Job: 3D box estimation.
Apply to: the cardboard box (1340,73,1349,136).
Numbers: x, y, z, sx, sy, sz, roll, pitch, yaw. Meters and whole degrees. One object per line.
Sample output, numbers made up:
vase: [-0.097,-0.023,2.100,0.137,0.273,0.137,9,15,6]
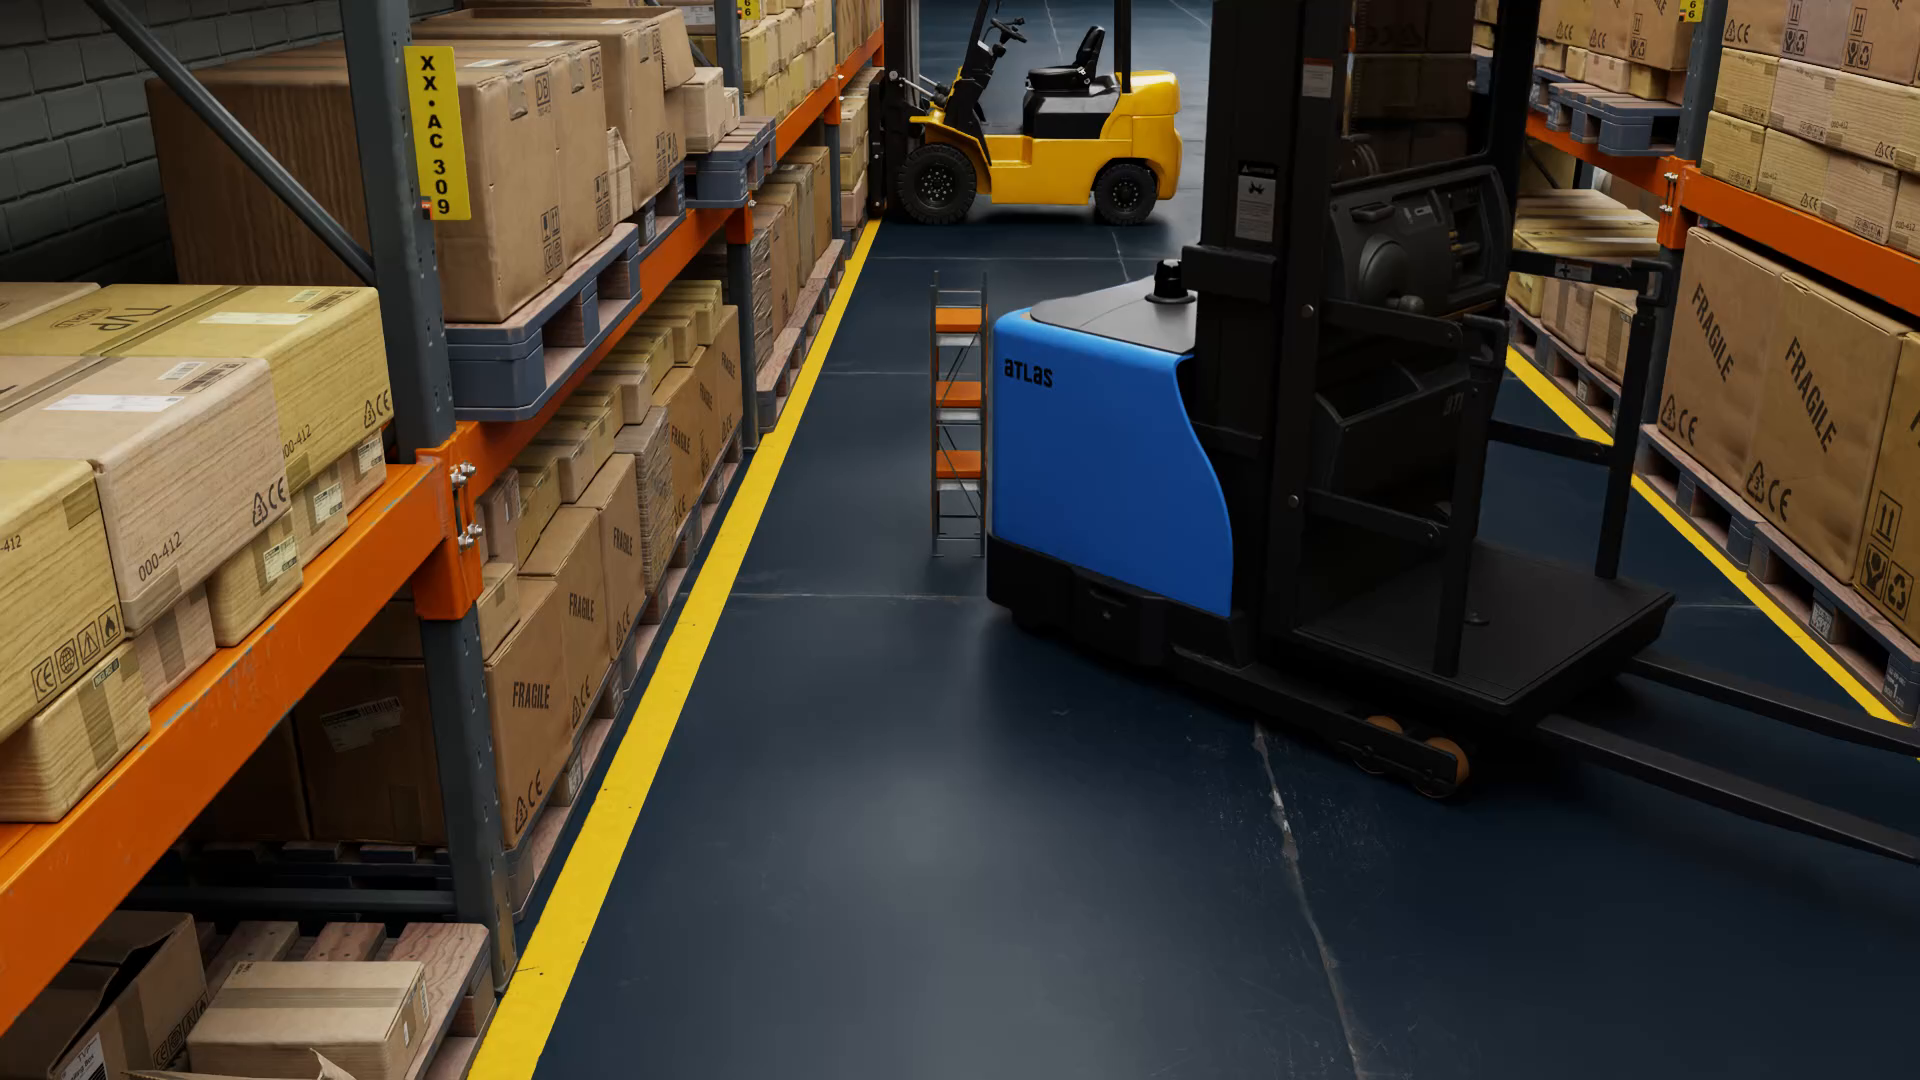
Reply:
cardboard box: [3.478,-3.629,13.918,0.500,0.500,0.500,0,21,0]

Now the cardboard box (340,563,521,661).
cardboard box: [-1.270,0.163,3.939,0.380,0.149,0.250,2,21,4]

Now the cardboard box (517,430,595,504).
cardboard box: [-1.303,-0.220,4.927,0.380,0.149,0.250,1,21,1]

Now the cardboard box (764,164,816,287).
cardboard box: [-1.340,-1.889,9.953,0.875,0.625,0.625,0,21,1]

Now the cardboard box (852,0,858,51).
cardboard box: [-1.016,-3.845,12.154,0.500,0.500,0.500,0,21,1]

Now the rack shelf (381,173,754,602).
rack shelf: [-1.487,-0.765,5.348,1.077,0.370,4.000,1,21,2]

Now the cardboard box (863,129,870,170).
cardboard box: [-0.941,-2.952,12.519,0.500,0.250,0.500,0,21,1]

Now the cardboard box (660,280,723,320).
cardboard box: [-1.188,-0.975,6.873,0.380,0.149,0.250,0,21,-1]

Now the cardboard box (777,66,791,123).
cardboard box: [-1.139,-2.279,8.464,0.500,0.250,0.500,0,21,0]

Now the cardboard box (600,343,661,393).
cardboard box: [-1.277,-0.596,5.896,0.380,0.149,0.250,0,21,1]

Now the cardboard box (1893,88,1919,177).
cardboard box: [3.201,-1.202,4.997,0.500,0.250,0.500,1,21,3]

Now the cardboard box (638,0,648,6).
cardboard box: [-1.653,-2.481,7.741,0.380,0.149,0.250,1,21,2]

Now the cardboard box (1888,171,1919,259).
cardboard box: [3.238,-0.972,5.094,0.500,0.250,0.500,1,21,2]

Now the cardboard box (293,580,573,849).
cardboard box: [-1.308,0.420,4.174,0.500,0.500,0.500,2,21,4]

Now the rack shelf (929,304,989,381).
rack shelf: [-0.002,-0.725,6.190,0.215,0.259,0.240,1,21,2]

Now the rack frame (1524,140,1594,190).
rack frame: [3.657,-3.216,10.671,1.000,3.000,0.127,1,21,2]

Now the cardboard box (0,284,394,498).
cardboard box: [-1.319,-0.259,2.846,0.500,0.250,0.500,1,21,3]

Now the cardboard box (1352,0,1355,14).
cardboard box: [3.475,-4.492,13.411,0.500,0.500,0.500,1,21,3]

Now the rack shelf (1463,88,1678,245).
rack shelf: [3.597,-2.158,8.938,1.077,0.370,4.000,1,21,2]

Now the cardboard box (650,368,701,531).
cardboard box: [-1.263,-0.328,6.103,0.500,0.500,0.500,2,21,4]

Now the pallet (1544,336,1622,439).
pallet: [3.561,-0.752,8.176,1.003,0.211,1.213,1,21,2]

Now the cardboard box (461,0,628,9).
cardboard box: [-1.598,-1.881,6.512,0.500,0.500,0.500,2,21,4]

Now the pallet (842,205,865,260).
pallet: [-1.238,-2.257,12.053,1.003,0.211,1.213,1,21,2]

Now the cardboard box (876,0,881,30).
cardboard box: [-0.935,-4.582,14.052,0.500,0.500,0.500,0,21,0]

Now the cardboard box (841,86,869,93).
cardboard box: [-0.923,-3.376,12.920,0.500,0.250,0.500,0,21,1]

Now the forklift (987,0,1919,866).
forklift: [1.494,-0.854,4.679,3.031,2.935,1.130,20,29,41]

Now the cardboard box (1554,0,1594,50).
cardboard box: [3.291,-2.688,8.180,0.500,0.500,0.500,-1,21,-2]

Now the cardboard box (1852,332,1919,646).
cardboard box: [3.373,-0.081,4.947,0.875,0.875,0.875,1,21,3]

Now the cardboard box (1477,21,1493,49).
cardboard box: [3.308,-3.008,9.902,0.380,0.149,0.250,1,21,3]

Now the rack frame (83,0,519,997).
rack frame: [-1.547,-0.377,3.354,1.000,3.000,0.127,1,21,2]

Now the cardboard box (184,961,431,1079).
cardboard box: [-1.271,0.961,3.266,0.380,0.149,0.250,0,21,0]

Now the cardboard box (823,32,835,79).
cardboard box: [-1.058,-3.014,10.359,0.500,0.250,0.500,1,21,3]

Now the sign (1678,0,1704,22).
sign: [2.993,-2.275,6.755,0.100,0.325,0.005,1,21,2]

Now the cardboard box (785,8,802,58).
cardboard box: [-1.127,-2.699,8.855,0.500,0.250,0.500,1,21,2]

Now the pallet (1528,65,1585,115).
pallet: [3.555,-2.397,8.824,1.003,0.211,1.213,1,21,2]

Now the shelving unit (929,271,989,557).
shelving unit: [-0.002,-0.470,6.289,0.215,1.050,0.252,1,21,2]

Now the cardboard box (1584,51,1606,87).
cardboard box: [3.225,-2.250,7.948,0.380,0.149,0.250,0,21,-1]

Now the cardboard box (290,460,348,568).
cardboard box: [-1.291,-0.047,2.852,0.380,0.149,0.250,1,21,3]

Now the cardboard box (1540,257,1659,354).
cardboard box: [3.577,-1.212,8.557,0.950,0.372,0.625,0,21,1]

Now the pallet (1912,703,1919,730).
pallet: [3.362,0.696,4.442,1.003,0.211,1.213,1,21,2]

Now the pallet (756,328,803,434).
pallet: [-1.362,-0.820,8.352,1.003,0.211,1.213,1,21,2]

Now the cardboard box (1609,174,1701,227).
cardboard box: [5.050,-2.425,12.083,0.500,0.500,0.500,18,27,38]

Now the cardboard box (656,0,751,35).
cardboard box: [-1.122,-2.284,7.234,0.380,0.149,0.250,1,21,3]

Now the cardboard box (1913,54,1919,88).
cardboard box: [3.221,-1.558,4.878,0.500,0.500,0.500,1,21,2]

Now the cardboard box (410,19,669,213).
cardboard box: [-1.269,-1.263,4.918,0.700,0.500,0.500,1,21,1]

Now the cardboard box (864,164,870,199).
cardboard box: [-0.958,-2.724,12.624,0.500,0.250,0.500,1,21,3]
